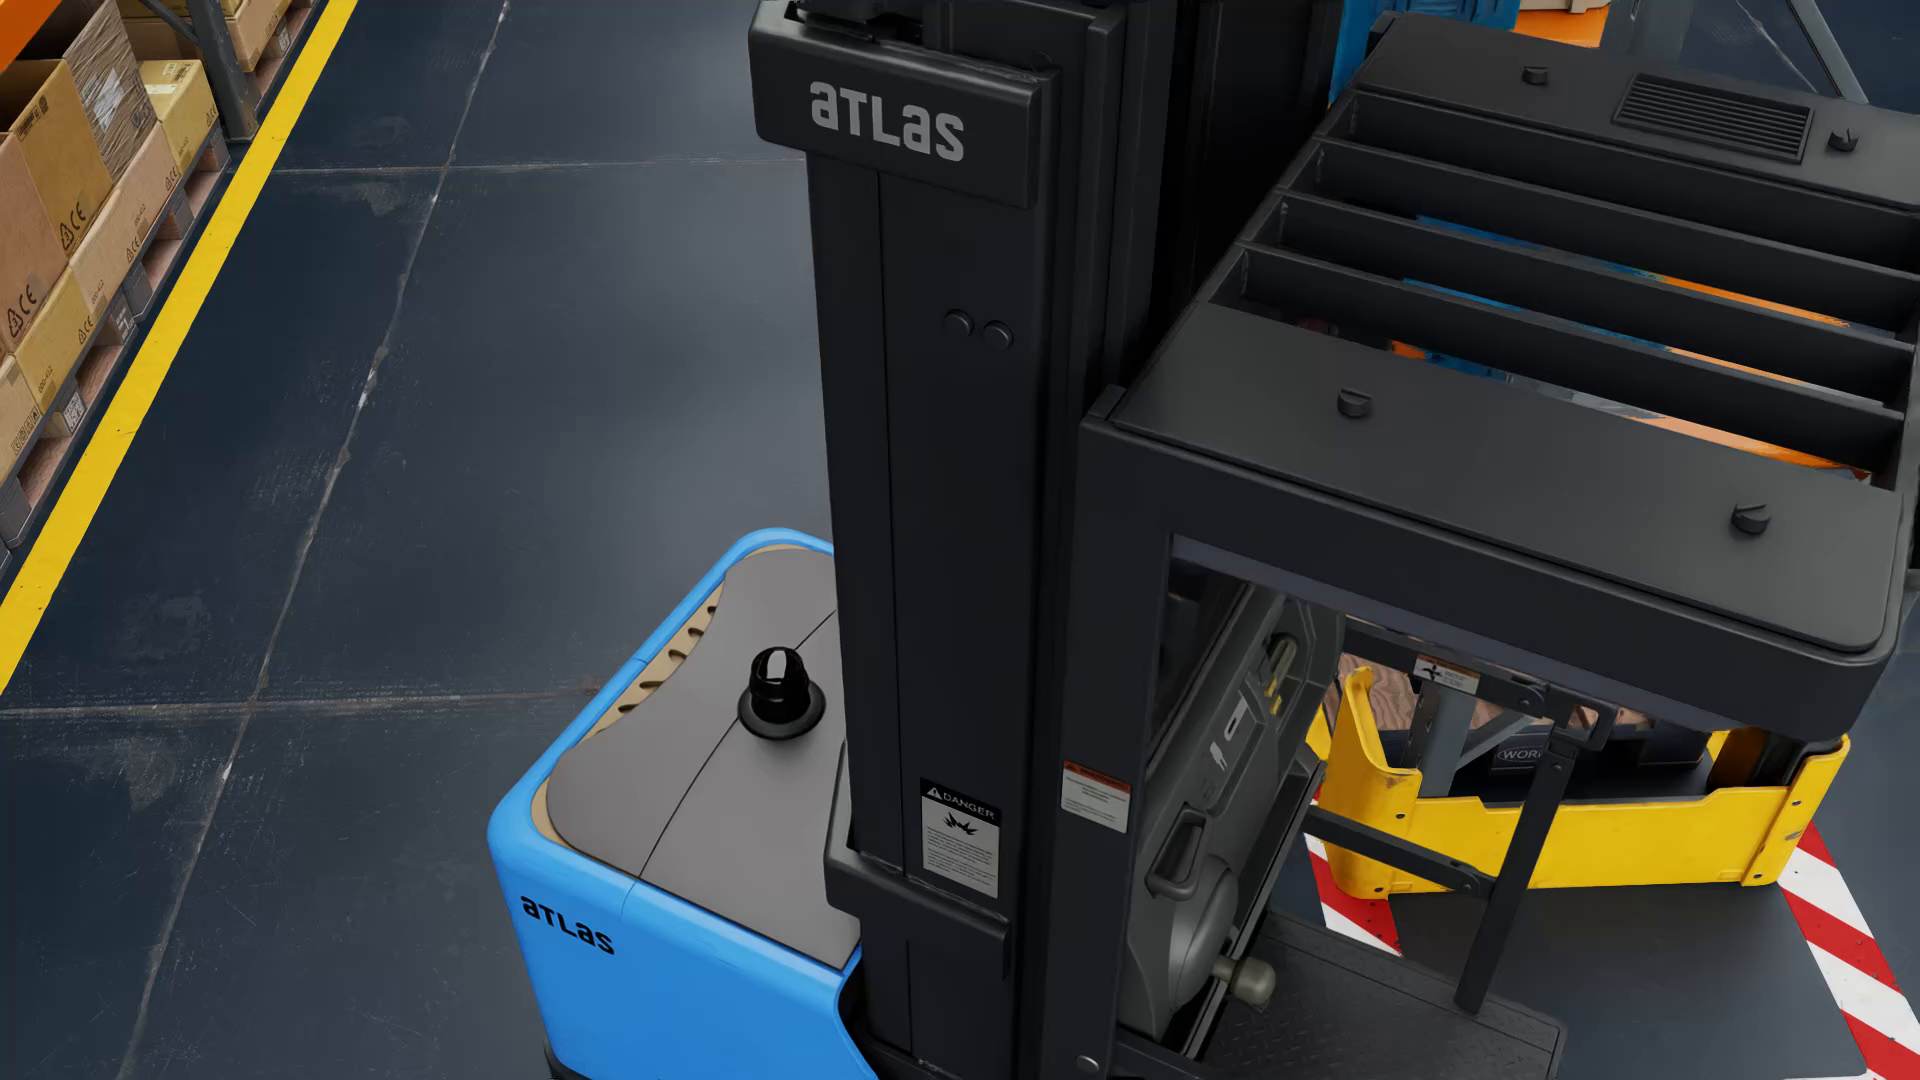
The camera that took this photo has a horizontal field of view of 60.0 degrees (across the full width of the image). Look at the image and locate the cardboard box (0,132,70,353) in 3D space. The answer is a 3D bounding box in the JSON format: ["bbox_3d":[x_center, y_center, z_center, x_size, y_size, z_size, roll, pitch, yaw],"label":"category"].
[{"bbox_3d":[-3.216,-0.929,5.212,0.500,0.500,0.500,-2,43,-2],"label":"cardboard box"}]

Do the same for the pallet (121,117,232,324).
[{"bbox_3d":[-3.533,-1.264,6.473,1.003,0.211,1.213,-2,43,-2],"label":"pallet"}]

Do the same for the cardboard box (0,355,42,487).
[{"bbox_3d":[-3.201,-0.315,5.097,0.500,0.250,0.500,-2,43,-2],"label":"cardboard box"}]

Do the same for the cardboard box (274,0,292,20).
[{"bbox_3d":[-3.315,-2.596,7.586,0.500,0.250,0.500,-1,43,-1],"label":"cardboard box"}]

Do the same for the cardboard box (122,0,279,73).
[{"bbox_3d":[-3.294,-2.251,7.210,0.500,0.250,0.500,-3,43,-3],"label":"cardboard box"}]

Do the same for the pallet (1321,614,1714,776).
[{"bbox_3d":[1.515,0.160,4.919,1.003,0.211,1.213,-2,43,-2],"label":"pallet"}]

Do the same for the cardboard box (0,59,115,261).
[{"bbox_3d":[-3.252,-1.266,5.580,0.500,0.500,0.500,-2,43,-2],"label":"cardboard box"}]

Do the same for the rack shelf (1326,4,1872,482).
[{"bbox_3d":[1.509,-1.355,5.040,1.077,0.370,4.000,-2,43,-2],"label":"rack shelf"}]

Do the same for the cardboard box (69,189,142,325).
[{"bbox_3d":[-3.239,-0.990,5.834,0.500,0.250,0.500,-2,43,-2],"label":"cardboard box"}]

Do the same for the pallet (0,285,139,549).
[{"bbox_3d":[-3.478,-0.439,5.572,1.003,0.211,1.213,-2,43,-2],"label":"pallet"}]

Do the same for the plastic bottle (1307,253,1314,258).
[{"bbox_3d":[1.213,-0.908,5.766,0.097,0.201,0.097,0,43,0],"label":"plastic bottle"}]

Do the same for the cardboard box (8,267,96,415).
[{"bbox_3d":[-3.217,-0.652,5.466,0.500,0.250,0.500,-2,43,-2],"label":"cardboard box"}]

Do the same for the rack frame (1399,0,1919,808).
[{"bbox_3d":[1.594,-0.270,3.324,1.000,3.000,0.127,-2,43,-2],"label":"rack frame"}]

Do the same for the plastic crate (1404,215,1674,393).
[{"bbox_3d":[1.274,-0.544,3.734,0.499,0.251,0.616,-2,43,-2],"label":"plastic crate"}]

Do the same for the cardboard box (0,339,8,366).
[{"bbox_3d":[-3.213,-0.591,4.844,0.500,0.500,0.500,-2,43,-2],"label":"cardboard box"}]

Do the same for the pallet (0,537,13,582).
[{"bbox_3d":[-3.429,0.383,4.676,1.003,0.211,1.213,-2,43,-2],"label":"pallet"}]

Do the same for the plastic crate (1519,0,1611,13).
[{"bbox_3d":[1.746,-1.784,5.171,0.530,0.136,0.437,-2,43,-2],"label":"plastic crate"}]

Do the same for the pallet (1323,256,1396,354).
[{"bbox_3d":[1.466,-0.662,5.816,1.003,0.211,1.213,-2,43,-2],"label":"pallet"}]

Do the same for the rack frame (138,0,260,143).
[{"bbox_3d":[-3.525,-2.830,6.118,1.000,3.000,0.127,-2,43,-2],"label":"rack frame"}]

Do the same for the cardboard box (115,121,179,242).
[{"bbox_3d":[-3.275,-1.327,6.202,0.500,0.250,0.500,-2,43,-2],"label":"cardboard box"}]

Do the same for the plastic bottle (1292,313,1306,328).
[{"bbox_3d":[1.095,-0.826,5.621,0.152,0.276,0.135,-1,43,-1],"label":"plastic bottle"}]

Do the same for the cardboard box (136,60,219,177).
[{"bbox_3d":[-3.287,-1.665,6.570,0.500,0.250,0.500,-2,43,-2],"label":"cardboard box"}]

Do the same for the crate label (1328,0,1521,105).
[{"bbox_3d":[1.246,-1.517,4.659,0.502,0.435,0.616,-2,43,-2],"label":"crate label"}]

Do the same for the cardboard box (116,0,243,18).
[{"bbox_3d":[-3.293,-2.464,7.028,0.500,0.311,0.500,-2,43,-2],"label":"cardboard box"}]

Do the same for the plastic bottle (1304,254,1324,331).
[{"bbox_3d":[1.201,-0.832,5.623,0.061,0.283,0.133,-2,43,-2],"label":"plastic bottle"}]

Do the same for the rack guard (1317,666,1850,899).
[{"bbox_3d":[1.544,0.602,4.223,1.175,0.500,0.348,-2,43,-2],"label":"rack guard"}]

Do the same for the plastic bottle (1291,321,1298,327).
[{"bbox_3d":[1.078,-0.627,5.460,0.097,0.201,0.097,0,43,0],"label":"plastic bottle"}]

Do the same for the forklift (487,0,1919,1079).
[{"bbox_3d":[0.643,0.406,2.638,3.031,2.935,1.130,19,46,20],"label":"forklift"}]

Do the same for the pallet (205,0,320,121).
[{"bbox_3d":[-3.595,-2.299,7.601,1.003,0.211,1.213,-2,43,-2],"label":"pallet"}]

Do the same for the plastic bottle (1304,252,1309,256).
[{"bbox_3d":[1.197,-1.037,5.907,0.097,0.201,0.097,0,43,0],"label":"plastic bottle"}]

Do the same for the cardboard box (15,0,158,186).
[{"bbox_3d":[-3.277,-1.603,5.948,0.500,0.500,0.500,-2,43,-2],"label":"cardboard box"}]
